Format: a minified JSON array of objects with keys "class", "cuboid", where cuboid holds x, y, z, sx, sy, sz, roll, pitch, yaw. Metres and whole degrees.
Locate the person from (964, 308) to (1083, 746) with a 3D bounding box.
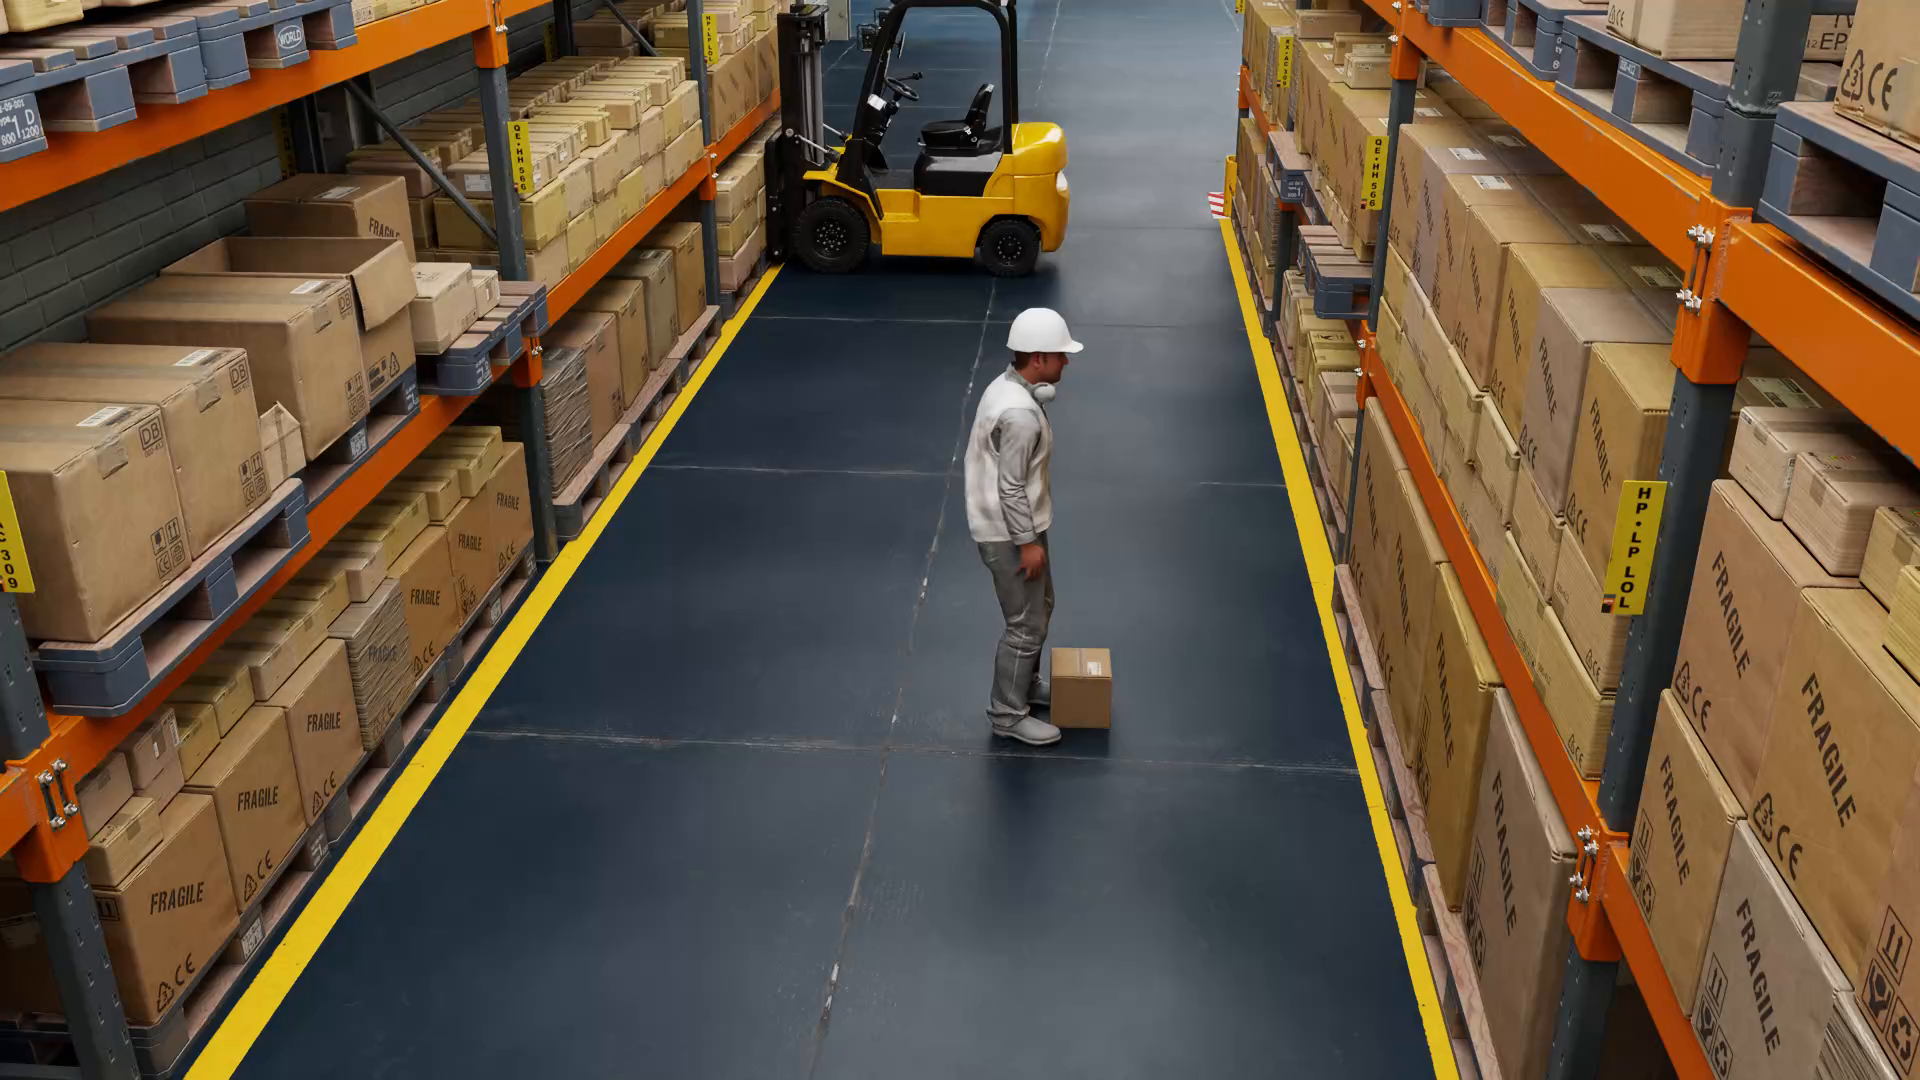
[{"class":"person","cuboid":[0.251,-0.067,6.725,0.473,1.767,0.582,1,24,2]}]
